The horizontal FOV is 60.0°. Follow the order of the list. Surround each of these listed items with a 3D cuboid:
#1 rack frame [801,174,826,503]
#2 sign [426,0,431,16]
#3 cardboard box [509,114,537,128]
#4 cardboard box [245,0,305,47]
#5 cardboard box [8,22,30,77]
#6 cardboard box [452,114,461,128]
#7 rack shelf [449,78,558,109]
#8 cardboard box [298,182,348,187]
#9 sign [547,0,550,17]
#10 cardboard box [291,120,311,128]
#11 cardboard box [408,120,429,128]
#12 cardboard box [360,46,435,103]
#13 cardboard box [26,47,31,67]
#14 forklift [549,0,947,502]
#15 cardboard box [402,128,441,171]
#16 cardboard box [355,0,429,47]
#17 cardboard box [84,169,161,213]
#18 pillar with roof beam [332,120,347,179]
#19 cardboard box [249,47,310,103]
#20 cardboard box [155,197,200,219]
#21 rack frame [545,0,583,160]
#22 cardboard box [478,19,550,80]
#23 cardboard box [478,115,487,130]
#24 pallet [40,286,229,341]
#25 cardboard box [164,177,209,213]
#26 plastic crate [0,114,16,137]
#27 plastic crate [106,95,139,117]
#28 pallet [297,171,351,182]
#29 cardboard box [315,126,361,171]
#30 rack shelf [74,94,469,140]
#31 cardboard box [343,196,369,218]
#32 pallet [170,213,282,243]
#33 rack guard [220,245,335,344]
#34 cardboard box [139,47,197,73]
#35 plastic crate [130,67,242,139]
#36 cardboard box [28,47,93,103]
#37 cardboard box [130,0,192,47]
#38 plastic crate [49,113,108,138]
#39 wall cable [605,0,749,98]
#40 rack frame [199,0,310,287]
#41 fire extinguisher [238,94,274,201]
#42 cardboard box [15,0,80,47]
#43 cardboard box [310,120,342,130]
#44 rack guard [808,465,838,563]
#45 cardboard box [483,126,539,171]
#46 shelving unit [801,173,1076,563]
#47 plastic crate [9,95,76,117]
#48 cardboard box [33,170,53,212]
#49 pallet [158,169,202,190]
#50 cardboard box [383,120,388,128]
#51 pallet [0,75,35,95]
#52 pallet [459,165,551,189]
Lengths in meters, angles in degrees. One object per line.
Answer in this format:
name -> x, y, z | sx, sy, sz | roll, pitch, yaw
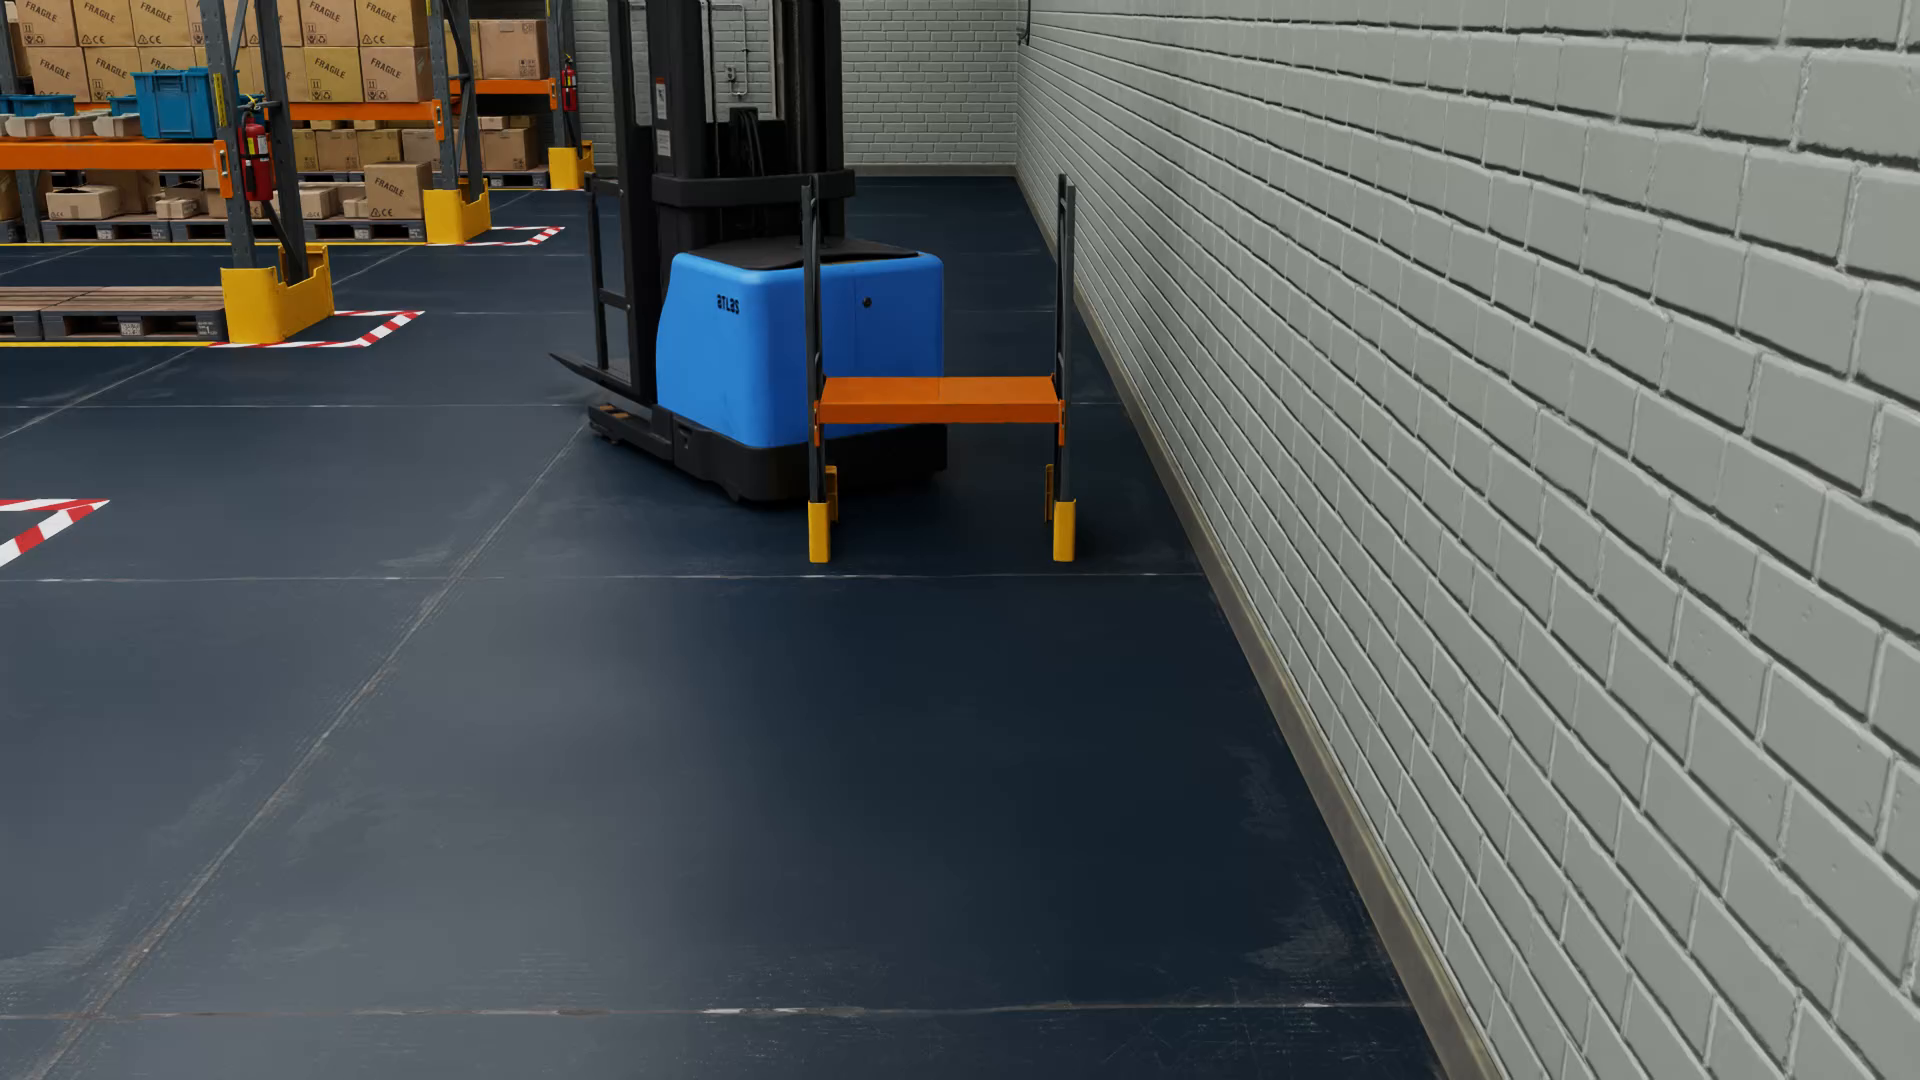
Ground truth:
rack frame -> -0.594, -0.711, 6.810 | 0.032, 1.500, 0.500 | 0, 18, -1
sign -> -4.863, -4.963, 15.196 | 0.005, 0.325, 0.100 | 0, 18, -1
cardboard box -> -5.510, -5.290, 20.972 | 0.250, 0.149, 0.380 | 0, 18, 0
cardboard box -> -6.316, -4.862, 15.493 | 0.500, 0.500, 0.500 | 0, 18, 1
cardboard box -> -9.329, -4.725, 16.017 | 0.500, 0.500, 0.700 | -6, 19, -19
cardboard box -> -6.267, -5.287, 20.960 | 0.250, 0.149, 0.380 | 0, 18, 0
rack shelf -> -6.934, -5.592, 20.746 | 4.000, 0.370, 1.077 | 0, 18, -1
cardboard box -> -6.400, -3.411, 16.550 | 0.500, 0.250, 0.500 | 0, 18, -1
sign -> -4.939, -6.442, 19.937 | 0.005, 0.325, 0.100 | 0, 18, -1
cardboard box -> -8.332, -5.276, 20.926 | 0.250, 0.149, 0.380 | 0, 18, -1
cardboard box -> -6.778, -5.284, 20.951 | 0.250, 0.149, 0.380 | 0, 18, 0
cardboard box -> -5.296, -4.393, 15.669 | 0.500, 0.500, 0.500 | 0, 18, 1
cardboard box -> -11.423, -6.030, 20.252 | 0.500, 0.500, 0.500 | 0, 18, -1
forklift -> -1.295, -1.959, 8.356 | 1.130, 2.935, 3.031 | -11, 21, -32
cardboard box -> -6.636, -4.915, 20.863 | 0.500, 0.500, 0.700 | -1, 18, -3
cardboard box -> -5.293, -4.869, 15.514 | 0.500, 0.500, 0.500 | 0, 18, -1
cardboard box -> -8.286, -3.521, 16.483 | 0.500, 0.500, 0.500 | 0, 18, -1
pillar with roof beam -> -8.179, -7.734, 16.425 | 0.400, 9.000, 9.100 | 0, 18, -1
cardboard box -> -6.313, -4.389, 15.656 | 0.500, 0.500, 0.500 | 0, 18, 0
cardboard box -> -7.564, -3.215, 16.079 | 0.250, 0.166, 0.380 | 0, 18, -1
rack frame -> -4.934, -5.944, 20.667 | 0.127, 3.000, 1.000 | 0, 18, -1
cardboard box -> -5.444, -6.081, 20.604 | 0.700, 0.700, 0.980 | 1, 18, 2
cardboard box -> -6.013, -5.171, 20.599 | 0.250, 0.149, 0.380 | 0, 18, 1
pallet -> -5.603, -1.598, 11.685 | 1.213, 0.211, 1.003 | 0, 18, -1
cardboard box -> -7.536, -3.434, 16.524 | 0.500, 0.311, 0.500 | 0, 18, -1
plastic crate -> -6.454, -2.749, 11.041 | 0.250, 0.136, 0.298 | 0, 18, -1
plastic crate -> -5.688, -2.963, 11.550 | 0.300, 0.233, 0.416 | 0, 18, -1
pallet -> -8.172, -4.577, 20.969 | 1.213, 0.211, 1.003 | 0, 18, -1
cardboard box -> -7.682, -4.908, 20.842 | 0.500, 0.500, 0.700 | 0, 18, -1
rack shelf -> -6.852, -4.079, 16.030 | 4.000, 0.370, 1.077 | 0, 18, -1
cardboard box -> -5.798, -3.239, 16.153 | 0.250, 0.166, 0.380 | 0, 18, -1
pallet -> -6.942, -3.094, 16.347 | 1.213, 0.211, 1.003 | 0, 18, -1
rack guard -> -4.754, -1.732, 11.629 | 0.348, 0.500, 1.175 | 0, 18, -1
cardboard box -> -7.325, -4.384, 15.639 | 0.500, 0.500, 0.500 | 0, 18, -1
plastic crate -> -5.109, -2.905, 11.037 | 0.499, 0.435, 0.616 | 0, 18, -1
cardboard box -> -8.338, -4.379, 15.623 | 0.500, 0.500, 0.500 | 0, 18, 1
cardboard box -> -7.346, -4.857, 15.477 | 0.500, 0.500, 0.500 | -1, 18, -2
plastic crate -> -5.880, -2.765, 11.090 | 0.243, 0.136, 0.396 | 0, 18, -1
wall cable -> -3.669, -6.723, 21.431 | 1.851, 1.984, 0.084 | 0, 18, -1
rack frame -> -4.778, -2.918, 11.234 | 0.127, 3.000, 1.000 | 0, 18, -1
fire extinguisher -> -4.620, -2.566, 10.873 | 0.183, 0.674, 0.296 | 0, 18, -1
cardboard box -> -8.376, -4.852, 15.461 | 0.500, 0.500, 0.500 | 0, 18, 1
cardboard box -> -7.839, -5.162, 20.570 | 0.250, 0.149, 0.380 | 0, 18, 1
rack guard -> -0.574, -0.116, 7.001 | 0.087, 0.250, 0.587 | 0, 18, -1
cardboard box -> -5.632, -4.920, 20.879 | 0.500, 0.500, 0.700 | 0, 18, -1
shelving unit -> -0.076, -0.714, 6.817 | 1.083, 1.500, 0.587 | 0, 18, -1
plastic crate -> -6.346, -2.960, 11.541 | 0.300, 0.233, 0.416 | 0, 18, -1
cardboard box -> -9.339, -3.503, 16.430 | 0.500, 0.500, 0.500 | -1, 18, -3
pallet -> -9.704, -4.570, 20.949 | 1.213, 0.211, 1.003 | 0, 18, -1
cardboard box -> -7.289, -5.281, 20.943 | 0.250, 0.149, 0.380 | 0, 18, 0
pallet -> -9.652, -4.350, 16.011 | 1.213, 0.211, 1.003 | 0, 18, -1
pallet -> -5.732, -4.589, 21.006 | 1.213, 0.211, 1.003 | 0, 18, -1
